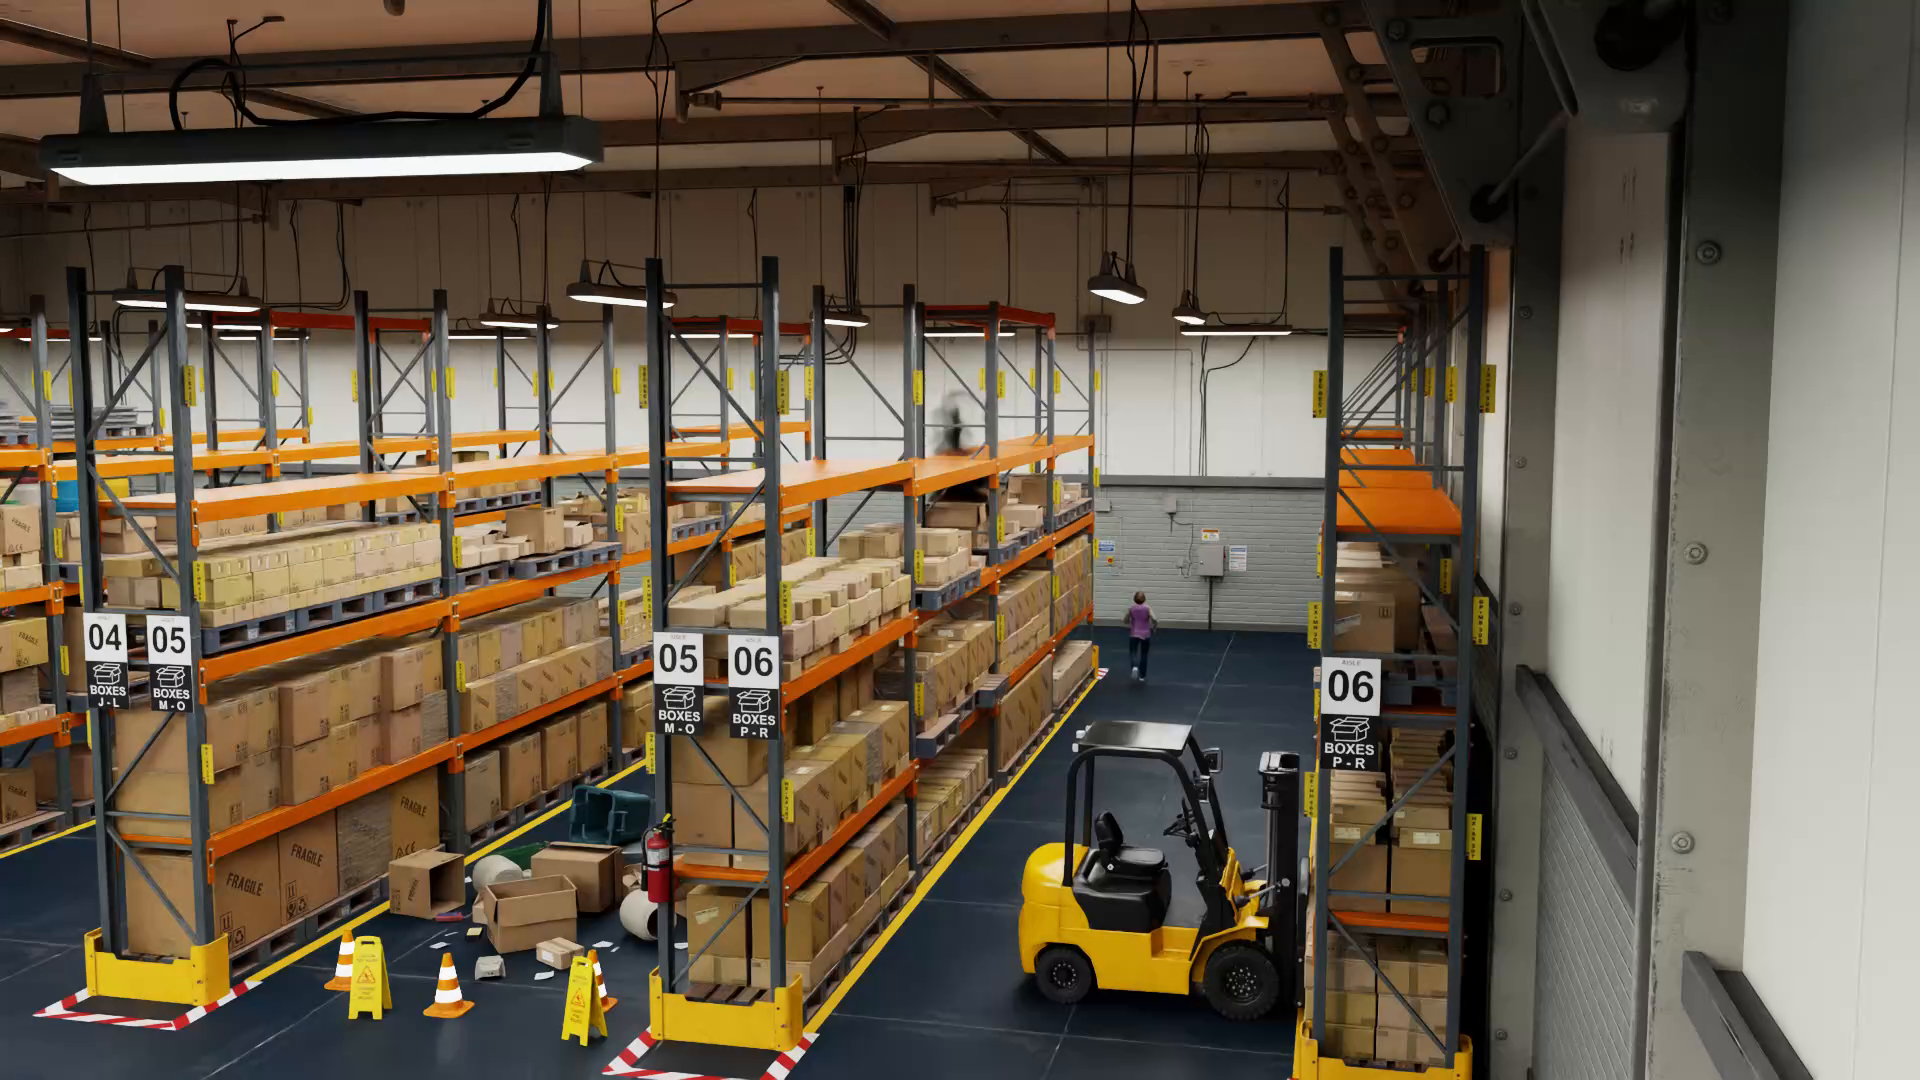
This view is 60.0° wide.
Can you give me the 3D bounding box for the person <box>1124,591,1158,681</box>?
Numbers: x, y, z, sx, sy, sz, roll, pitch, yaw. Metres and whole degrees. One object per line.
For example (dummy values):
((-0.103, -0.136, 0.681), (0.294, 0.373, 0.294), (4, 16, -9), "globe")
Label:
((3.004, 1.602, 27.619), (0.568, 1.556, 0.760), (1, 6, 10), "person")
